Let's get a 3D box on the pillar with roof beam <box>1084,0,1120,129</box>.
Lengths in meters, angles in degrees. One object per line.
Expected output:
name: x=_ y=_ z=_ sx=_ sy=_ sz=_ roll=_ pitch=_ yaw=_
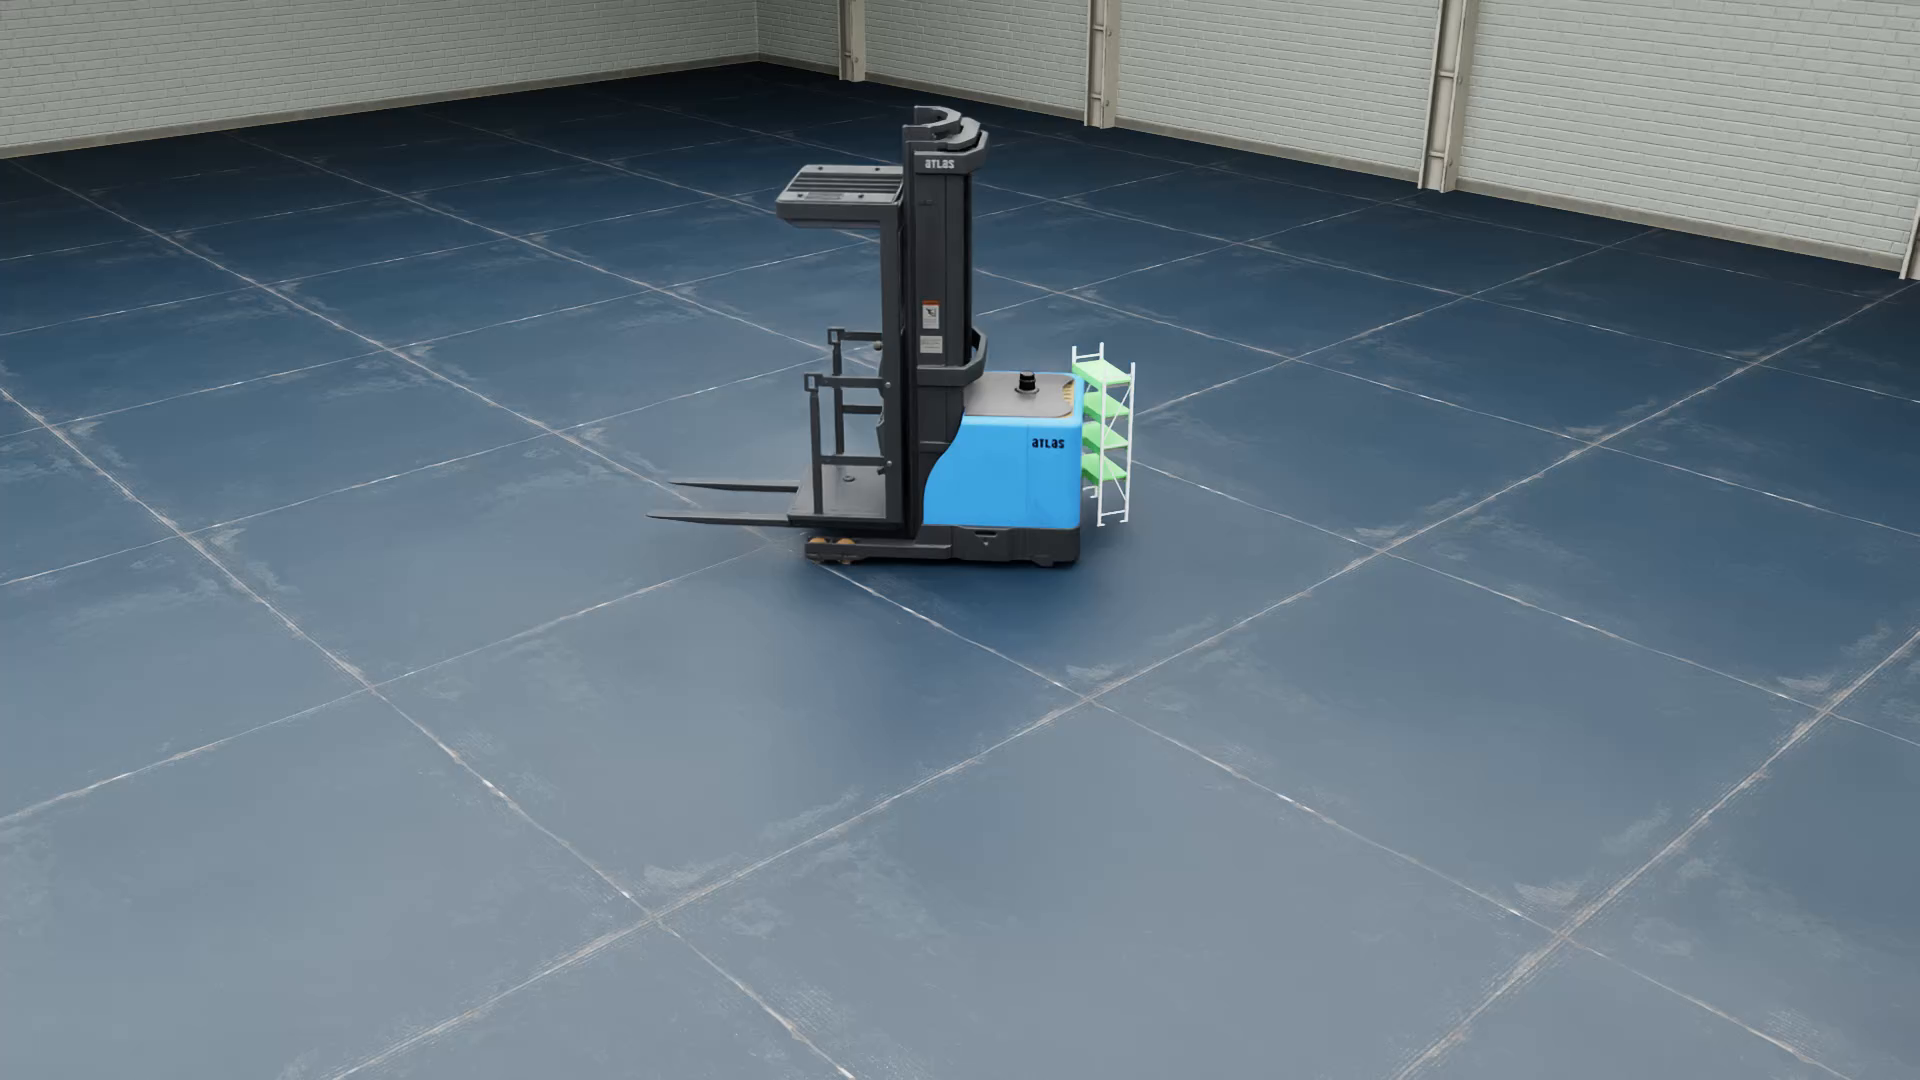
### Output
pillar with roof beam: x=-0.967 y=-9.316 z=21.330 sx=9.100 sy=9.000 sz=0.400 roll=-21 pitch=32 yaw=-38

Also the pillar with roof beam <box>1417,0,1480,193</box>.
pillar with roof beam: x=3.134 y=-7.499 z=17.345 sx=9.100 sy=9.000 sz=0.400 roll=-21 pitch=32 yaw=-38

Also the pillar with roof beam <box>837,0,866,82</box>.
pillar with roof beam: x=-5.068 y=-11.134 z=25.315 sx=9.100 sy=9.000 sz=0.400 roll=-21 pitch=32 yaw=-38

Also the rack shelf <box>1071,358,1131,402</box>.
rack shelf: x=1.010 y=-1.138 z=11.796 sx=0.258 sy=0.148 sz=0.480 roll=-10 pitch=26 yaw=-20

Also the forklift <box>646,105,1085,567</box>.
forklift: x=-0.654 y=-1.388 z=11.261 sx=3.031 sy=2.935 sz=1.130 roll=2 pitch=25 yaw=4

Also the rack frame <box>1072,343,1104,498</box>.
rack frame: x=0.919 y=-0.853 z=12.174 sx=0.240 sy=1.200 sz=0.015 roll=-10 pitch=26 yaw=-20

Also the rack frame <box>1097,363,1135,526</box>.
rack frame: x=1.102 y=-0.665 z=11.763 sx=0.240 sy=1.200 sz=0.015 roll=-10 pitch=26 yaw=-20

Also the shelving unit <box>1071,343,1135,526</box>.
shelving unit: x=1.010 y=-0.759 z=11.968 sx=0.258 sy=1.200 sz=0.503 roll=-10 pitch=26 yaw=-20

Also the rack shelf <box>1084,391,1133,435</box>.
rack shelf: x=1.010 y=-0.919 z=11.895 sx=0.258 sy=0.148 sz=0.480 roll=-10 pitch=26 yaw=-20

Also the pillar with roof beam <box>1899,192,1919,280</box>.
pillar with roof beam: x=7.235 y=-5.681 z=13.360 sx=9.100 sy=9.000 sz=0.400 roll=-21 pitch=32 yaw=-38

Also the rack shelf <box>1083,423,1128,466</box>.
rack shelf: x=1.010 y=-0.701 z=11.995 sx=0.258 sy=0.148 sz=0.480 roll=-10 pitch=26 yaw=-20

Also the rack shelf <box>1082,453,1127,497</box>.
rack shelf: x=1.010 y=-0.483 z=12.094 sx=0.258 sy=0.148 sz=0.480 roll=-10 pitch=26 yaw=-20
